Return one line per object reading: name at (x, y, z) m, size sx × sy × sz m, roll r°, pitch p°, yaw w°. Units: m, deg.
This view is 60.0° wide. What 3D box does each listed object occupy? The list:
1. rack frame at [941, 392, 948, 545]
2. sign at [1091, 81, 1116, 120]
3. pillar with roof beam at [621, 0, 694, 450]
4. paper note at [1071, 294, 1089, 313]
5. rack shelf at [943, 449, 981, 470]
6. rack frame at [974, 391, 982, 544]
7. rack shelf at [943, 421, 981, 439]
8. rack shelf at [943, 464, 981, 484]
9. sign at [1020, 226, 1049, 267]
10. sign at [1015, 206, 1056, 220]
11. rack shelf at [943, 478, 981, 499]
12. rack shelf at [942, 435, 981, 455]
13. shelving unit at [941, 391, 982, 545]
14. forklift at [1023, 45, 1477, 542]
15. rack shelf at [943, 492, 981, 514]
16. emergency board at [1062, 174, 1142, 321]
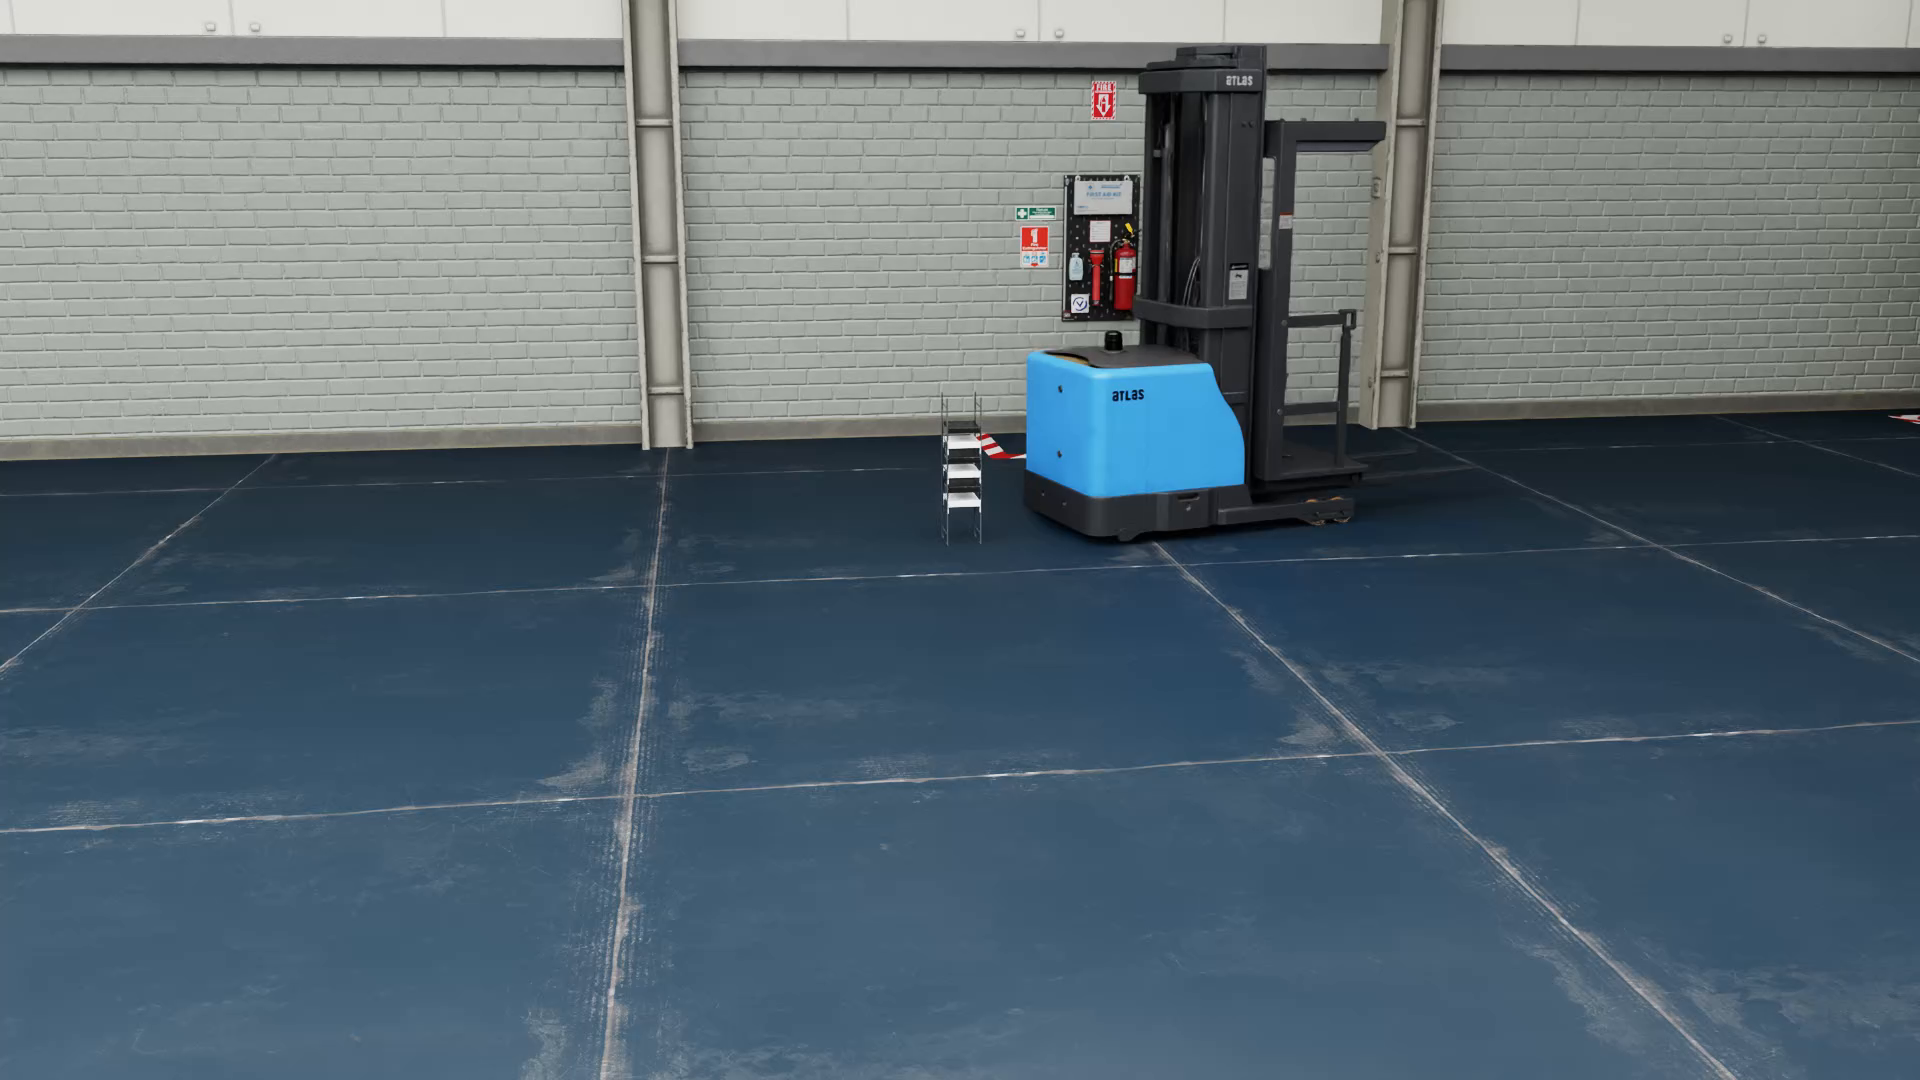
rack frame at (-0.093, -0.433, 10.099) m, size 0.006 × 0.900 × 0.240 m, roll -2°, pitch 14°, yaw -8°
sign at (1.142, -3.493, 13.219) m, size 0.199 × 0.298 × 0.001 m, roll -2°, pitch 14°, yaw -8°
pillar with roof beam at (-1.678, -4.083, 8.002) m, size 0.400 × 9.000 × 9.100 m, roll -2°, pitch 14°, yaw -8°
paper note at (0.979, -1.928, 13.555) m, size 0.142 × 0.148 × 0.016 m, roll -2°, pitch 14°, yaw -8°
rack shelf at (0.008, -0.492, 10.100) m, size 0.200 × 0.077 × 0.258 m, roll -2°, pitch 14°, yaw -8°
rack frame at (0.109, -0.440, 10.128) m, size 0.006 × 0.900 × 0.240 m, roll -2°, pitch 14°, yaw -8°
rack shelf at (0.008, -0.666, 10.056) m, size 0.200 × 0.077 × 0.258 m, roll -2°, pitch 14°, yaw -8°
rack shelf at (0.008, -0.404, 10.122) m, size 0.200 × 0.077 × 0.258 m, roll -2°, pitch 14°, yaw -8°
sign at (0.602, -2.367, 13.422) m, size 0.234 × 0.329 × 0.001 m, roll -2°, pitch 14°, yaw -8°
sign at (0.608, -2.622, 13.349) m, size 0.331 × 0.109 × 0.001 m, roll -2°, pitch 14°, yaw -8°
rack shelf at (0.008, -0.317, 10.144) m, size 0.200 × 0.077 × 0.258 m, roll -2°, pitch 14°, yaw -8°
rack shelf at (0.008, -0.579, 10.078) m, size 0.200 × 0.077 × 0.258 m, roll -2°, pitch 14°, yaw -8°
shelving unit at (0.008, -0.437, 10.114) m, size 0.210 × 0.900 × 0.258 m, roll -2°, pitch 14°, yaw -8°
forklift at (1.979, -1.625, 10.674) m, size 3.031 × 2.935 × 1.130 m, roll -6°, pitch 15°, yaw -22°
rack shelf at (0.008, -0.230, 10.165) m, size 0.200 × 0.077 × 0.258 m, roll -2°, pitch 14°, yaw -8°
emergency board at (1.164, -2.345, 13.407) m, size 0.643 × 1.169 × 0.194 m, roll -2°, pitch 14°, yaw -8°
